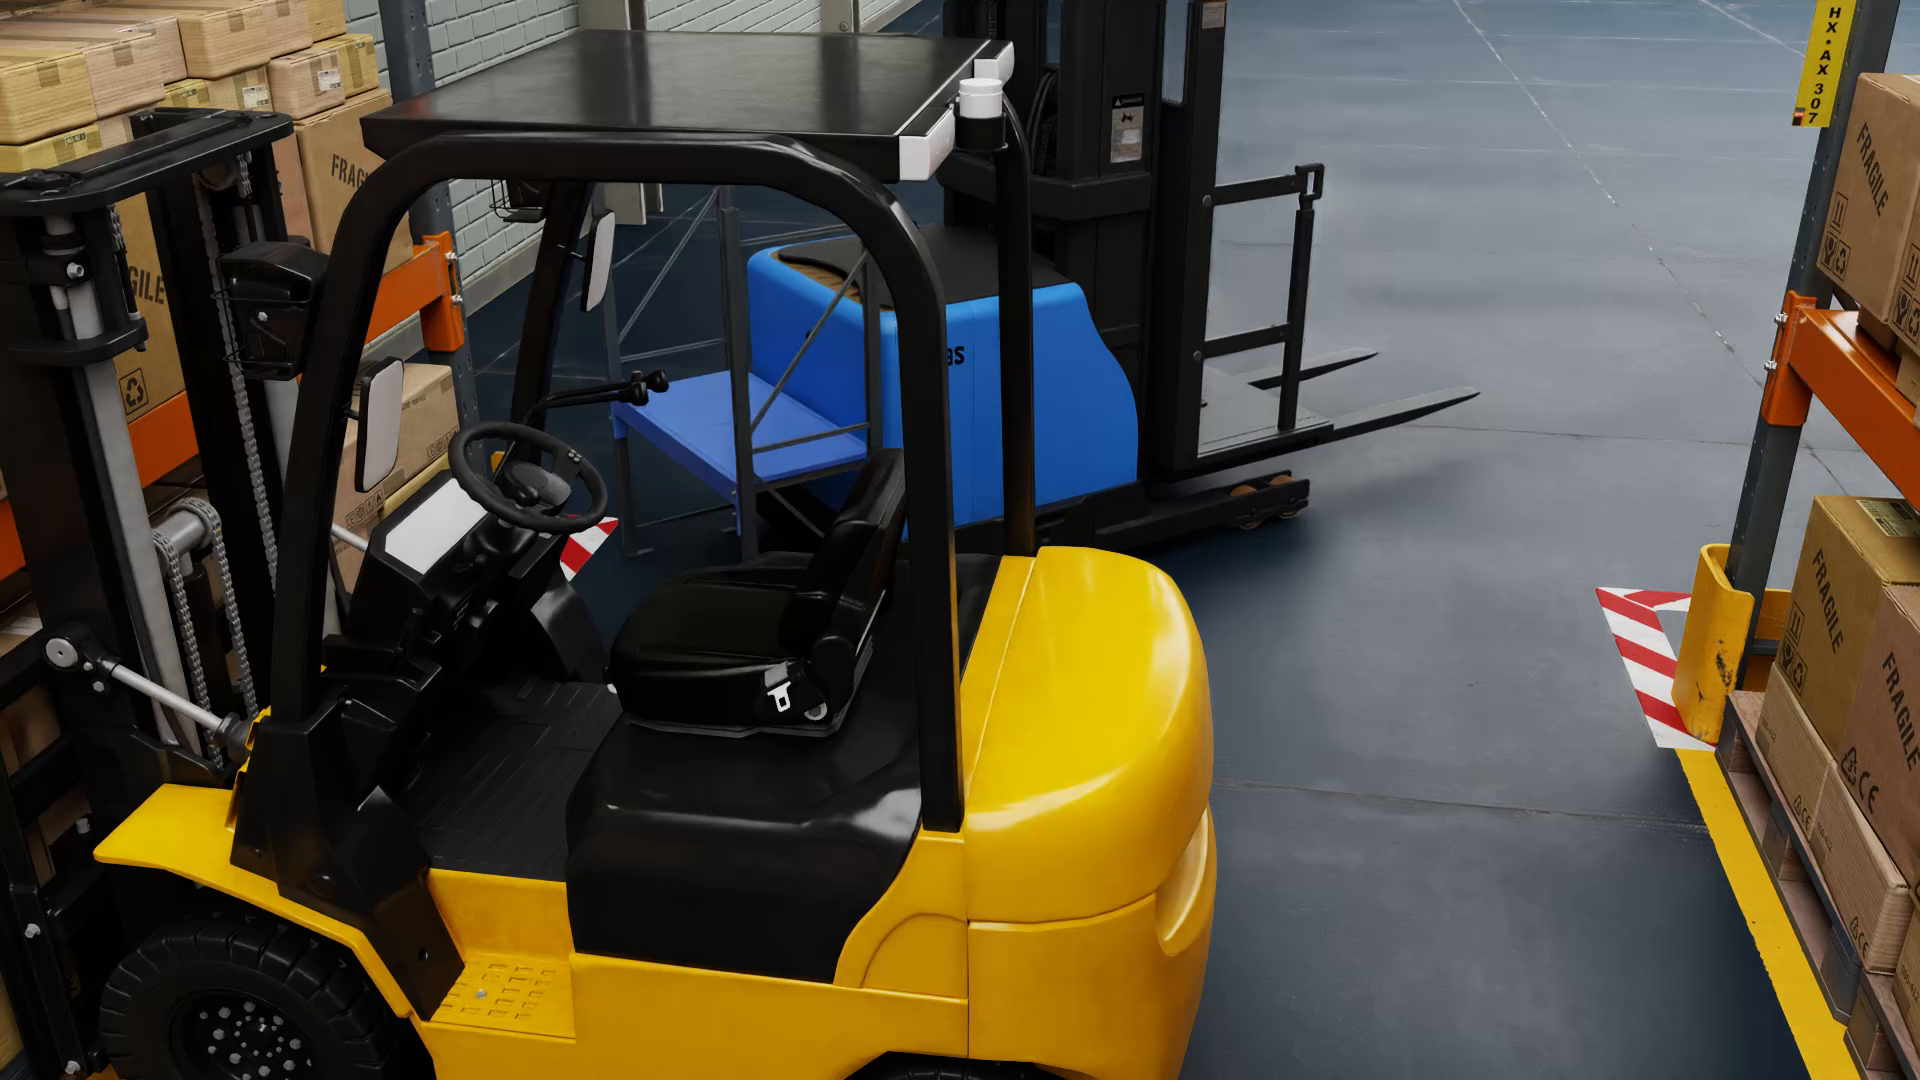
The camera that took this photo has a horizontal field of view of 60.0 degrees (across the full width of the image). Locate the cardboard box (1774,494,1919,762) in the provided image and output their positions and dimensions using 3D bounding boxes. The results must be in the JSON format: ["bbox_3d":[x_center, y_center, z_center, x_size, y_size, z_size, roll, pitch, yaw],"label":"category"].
[{"bbox_3d":[2.393,0.226,4.093,0.500,0.500,0.500,3,25,7],"label":"cardboard box"}]

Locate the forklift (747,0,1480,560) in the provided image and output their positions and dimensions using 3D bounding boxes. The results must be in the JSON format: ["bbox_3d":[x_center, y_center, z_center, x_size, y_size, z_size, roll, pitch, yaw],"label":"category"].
[{"bbox_3d":[0.752,-1.542,6.086,3.031,2.935,1.130,-15,29,-28],"label":"forklift"}]

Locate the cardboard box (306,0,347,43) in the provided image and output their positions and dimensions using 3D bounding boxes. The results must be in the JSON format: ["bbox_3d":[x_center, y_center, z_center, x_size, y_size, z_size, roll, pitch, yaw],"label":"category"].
[{"bbox_3d":[-1.948,-1.470,4.618,0.380,0.149,0.250,4,25,9],"label":"cardboard box"}]

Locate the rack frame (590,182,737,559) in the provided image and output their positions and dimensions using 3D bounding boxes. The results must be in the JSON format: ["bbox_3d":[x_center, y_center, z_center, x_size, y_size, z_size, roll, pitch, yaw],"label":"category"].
[{"bbox_3d":[-1.020,-0.672,5.917,0.500,1.500,0.032,-16,29,-30],"label":"rack frame"}]

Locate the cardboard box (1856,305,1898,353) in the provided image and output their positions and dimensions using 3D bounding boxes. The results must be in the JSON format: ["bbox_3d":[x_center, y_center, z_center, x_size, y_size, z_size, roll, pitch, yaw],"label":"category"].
[{"bbox_3d":[2.541,-0.576,4.240,0.380,0.149,0.250,4,25,9],"label":"cardboard box"}]

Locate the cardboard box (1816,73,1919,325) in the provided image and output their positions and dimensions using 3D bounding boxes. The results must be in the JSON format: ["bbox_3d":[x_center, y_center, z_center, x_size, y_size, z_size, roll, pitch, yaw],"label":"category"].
[{"bbox_3d":[2.450,-0.819,3.993,0.500,0.500,0.500,4,25,8],"label":"cardboard box"}]

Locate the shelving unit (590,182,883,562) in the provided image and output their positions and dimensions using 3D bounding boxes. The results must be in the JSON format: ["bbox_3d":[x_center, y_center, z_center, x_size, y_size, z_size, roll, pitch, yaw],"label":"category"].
[{"bbox_3d":[-0.742,-0.492,5.532,0.538,1.500,1.048,-16,29,-30],"label":"shelving unit"}]

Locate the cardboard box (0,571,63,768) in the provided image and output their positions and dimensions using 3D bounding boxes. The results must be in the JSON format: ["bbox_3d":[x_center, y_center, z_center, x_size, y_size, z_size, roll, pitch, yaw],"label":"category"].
[{"bbox_3d":[-2.105,0.293,3.654,0.500,0.250,0.500,4,25,7],"label":"cardboard box"}]

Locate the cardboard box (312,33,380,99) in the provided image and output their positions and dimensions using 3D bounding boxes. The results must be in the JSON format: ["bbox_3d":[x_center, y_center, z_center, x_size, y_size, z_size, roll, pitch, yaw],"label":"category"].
[{"bbox_3d":[-1.877,-1.335,4.681,0.380,0.149,0.250,4,25,9],"label":"cardboard box"}]

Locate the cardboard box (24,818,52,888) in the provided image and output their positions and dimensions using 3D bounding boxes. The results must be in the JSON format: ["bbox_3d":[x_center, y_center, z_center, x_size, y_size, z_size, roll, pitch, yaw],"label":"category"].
[{"bbox_3d":[-2.193,0.740,3.289,0.500,0.250,0.500,4,25,8],"label":"cardboard box"}]

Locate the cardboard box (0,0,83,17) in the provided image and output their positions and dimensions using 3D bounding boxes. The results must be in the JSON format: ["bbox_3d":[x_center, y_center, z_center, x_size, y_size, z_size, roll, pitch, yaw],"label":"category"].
[{"bbox_3d":[-2.468,-1.290,4.234,0.380,0.149,0.250,4,25,10],"label":"cardboard box"}]

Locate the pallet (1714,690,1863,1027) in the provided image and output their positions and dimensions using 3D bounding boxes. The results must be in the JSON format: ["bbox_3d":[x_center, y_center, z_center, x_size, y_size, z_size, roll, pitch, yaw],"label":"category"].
[{"bbox_3d":[2.621,0.814,4.262,1.003,0.211,1.213,4,25,9],"label":"pallet"}]

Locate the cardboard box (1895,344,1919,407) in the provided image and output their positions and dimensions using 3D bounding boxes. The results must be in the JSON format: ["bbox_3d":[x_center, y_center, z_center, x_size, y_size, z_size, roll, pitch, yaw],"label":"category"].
[{"bbox_3d":[2.390,-0.365,3.787,0.380,0.149,0.250,3,25,7],"label":"cardboard box"}]

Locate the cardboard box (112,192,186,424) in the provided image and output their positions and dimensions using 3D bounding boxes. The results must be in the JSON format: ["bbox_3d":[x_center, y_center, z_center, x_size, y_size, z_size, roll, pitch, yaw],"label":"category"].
[{"bbox_3d":[-2.096,-0.551,3.771,0.500,0.500,0.500,4,25,8],"label":"cardboard box"}]

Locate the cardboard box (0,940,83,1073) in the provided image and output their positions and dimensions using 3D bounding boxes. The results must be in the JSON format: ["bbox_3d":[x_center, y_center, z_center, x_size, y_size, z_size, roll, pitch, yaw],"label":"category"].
[{"bbox_3d":[-2.209,0.959,3.411,0.500,0.250,0.500,4,25,9],"label":"cardboard box"}]

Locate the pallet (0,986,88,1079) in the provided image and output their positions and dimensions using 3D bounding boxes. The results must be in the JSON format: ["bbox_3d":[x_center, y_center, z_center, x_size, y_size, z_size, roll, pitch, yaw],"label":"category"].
[{"bbox_3d":[-2.382,0.934,4.005,1.003,0.211,1.213,4,25,9],"label":"pallet"}]

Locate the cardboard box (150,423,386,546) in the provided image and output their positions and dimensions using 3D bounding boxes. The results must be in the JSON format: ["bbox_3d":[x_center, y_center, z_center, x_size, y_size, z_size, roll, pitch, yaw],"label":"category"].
[{"bbox_3d":[-1.942,-0.130,4.558,0.500,0.250,0.500,4,25,9],"label":"cardboard box"}]

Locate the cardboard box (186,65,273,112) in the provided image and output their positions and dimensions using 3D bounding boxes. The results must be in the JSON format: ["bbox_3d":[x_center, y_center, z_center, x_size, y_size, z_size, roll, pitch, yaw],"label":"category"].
[{"bbox_3d":[-1.992,-1.122,4.225,0.380,0.149,0.250,4,25,10],"label":"cardboard box"}]

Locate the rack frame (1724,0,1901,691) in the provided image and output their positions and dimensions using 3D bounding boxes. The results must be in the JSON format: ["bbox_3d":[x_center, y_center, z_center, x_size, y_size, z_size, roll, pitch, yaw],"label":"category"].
[{"bbox_3d":[2.801,-0.818,4.459,1.000,3.000,0.127,4,25,9],"label":"rack frame"}]

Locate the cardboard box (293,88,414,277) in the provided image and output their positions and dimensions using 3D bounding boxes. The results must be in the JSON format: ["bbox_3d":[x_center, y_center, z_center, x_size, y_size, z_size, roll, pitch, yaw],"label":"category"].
[{"bbox_3d":[-1.918,-0.982,4.691,0.500,0.500,0.500,3,25,7],"label":"cardboard box"}]

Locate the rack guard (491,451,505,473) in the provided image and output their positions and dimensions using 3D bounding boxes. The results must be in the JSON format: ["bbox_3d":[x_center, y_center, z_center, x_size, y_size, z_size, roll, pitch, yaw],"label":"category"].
[{"bbox_3d":[-2.093,-0.038,5.742,1.175,0.500,0.348,4,25,9],"label":"rack guard"}]

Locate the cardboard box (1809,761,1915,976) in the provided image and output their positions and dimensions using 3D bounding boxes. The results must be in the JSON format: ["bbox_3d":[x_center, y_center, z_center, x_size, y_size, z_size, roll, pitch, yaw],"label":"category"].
[{"bbox_3d":[2.305,0.768,3.818,0.500,0.250,0.500,5,26,10],"label":"cardboard box"}]

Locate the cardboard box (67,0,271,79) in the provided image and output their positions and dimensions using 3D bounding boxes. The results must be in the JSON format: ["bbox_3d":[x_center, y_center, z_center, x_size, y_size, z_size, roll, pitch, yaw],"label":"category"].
[{"bbox_3d":[-1.973,-1.253,4.155,0.380,0.149,0.250,5,25,10],"label":"cardboard box"}]

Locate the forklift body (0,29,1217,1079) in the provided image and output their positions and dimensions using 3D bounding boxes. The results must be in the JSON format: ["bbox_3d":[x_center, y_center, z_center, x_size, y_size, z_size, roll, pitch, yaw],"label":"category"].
[{"bbox_3d":[-0.607,0.144,3.406,2.313,2.155,1.214,4,25,9],"label":"forklift body"}]

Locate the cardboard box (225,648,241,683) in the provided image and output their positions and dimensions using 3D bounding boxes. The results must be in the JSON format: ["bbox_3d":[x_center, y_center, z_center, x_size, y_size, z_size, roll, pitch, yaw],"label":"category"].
[{"bbox_3d":[-2.024,0.320,4.186,0.500,0.250,0.500,3,25,7],"label":"cardboard box"}]

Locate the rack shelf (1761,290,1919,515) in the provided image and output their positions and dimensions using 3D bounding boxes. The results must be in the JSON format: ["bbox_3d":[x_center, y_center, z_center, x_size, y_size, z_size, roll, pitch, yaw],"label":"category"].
[{"bbox_3d":[2.474,0.344,2.825,1.077,0.370,4.000,4,25,9],"label":"rack shelf"}]

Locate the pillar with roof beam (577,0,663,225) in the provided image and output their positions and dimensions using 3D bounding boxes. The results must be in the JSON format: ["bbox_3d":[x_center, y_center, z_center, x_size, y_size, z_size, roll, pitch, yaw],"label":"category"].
[{"bbox_3d":[2.128,-5.860,8.154,9.100,9.000,0.400,4,25,9],"label":"pillar with roof beam"}]

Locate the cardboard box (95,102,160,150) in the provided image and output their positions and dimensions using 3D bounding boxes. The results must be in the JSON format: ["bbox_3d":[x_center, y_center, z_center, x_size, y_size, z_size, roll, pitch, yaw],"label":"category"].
[{"bbox_3d":[-2.041,-0.904,3.760,0.380,0.149,0.250,3,25,7],"label":"cardboard box"}]

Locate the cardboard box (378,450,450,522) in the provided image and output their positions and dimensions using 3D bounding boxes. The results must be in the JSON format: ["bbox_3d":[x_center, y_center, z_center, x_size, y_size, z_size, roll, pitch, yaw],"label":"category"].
[{"bbox_3d":[-1.868,-0.106,5.097,0.500,0.250,0.500,4,25,8],"label":"cardboard box"}]

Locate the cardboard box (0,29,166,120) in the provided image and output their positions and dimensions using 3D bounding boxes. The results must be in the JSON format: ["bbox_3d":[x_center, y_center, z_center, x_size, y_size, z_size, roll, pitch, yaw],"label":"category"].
[{"bbox_3d":[-2.020,-1.037,3.694,0.380,0.149,0.250,5,25,10],"label":"cardboard box"}]

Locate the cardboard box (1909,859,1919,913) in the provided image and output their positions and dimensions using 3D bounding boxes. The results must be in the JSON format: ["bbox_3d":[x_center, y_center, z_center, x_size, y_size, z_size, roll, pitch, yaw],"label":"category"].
[{"bbox_3d":[2.221,0.654,3.178,0.500,0.500,0.500,5,25,10],"label":"cardboard box"}]
